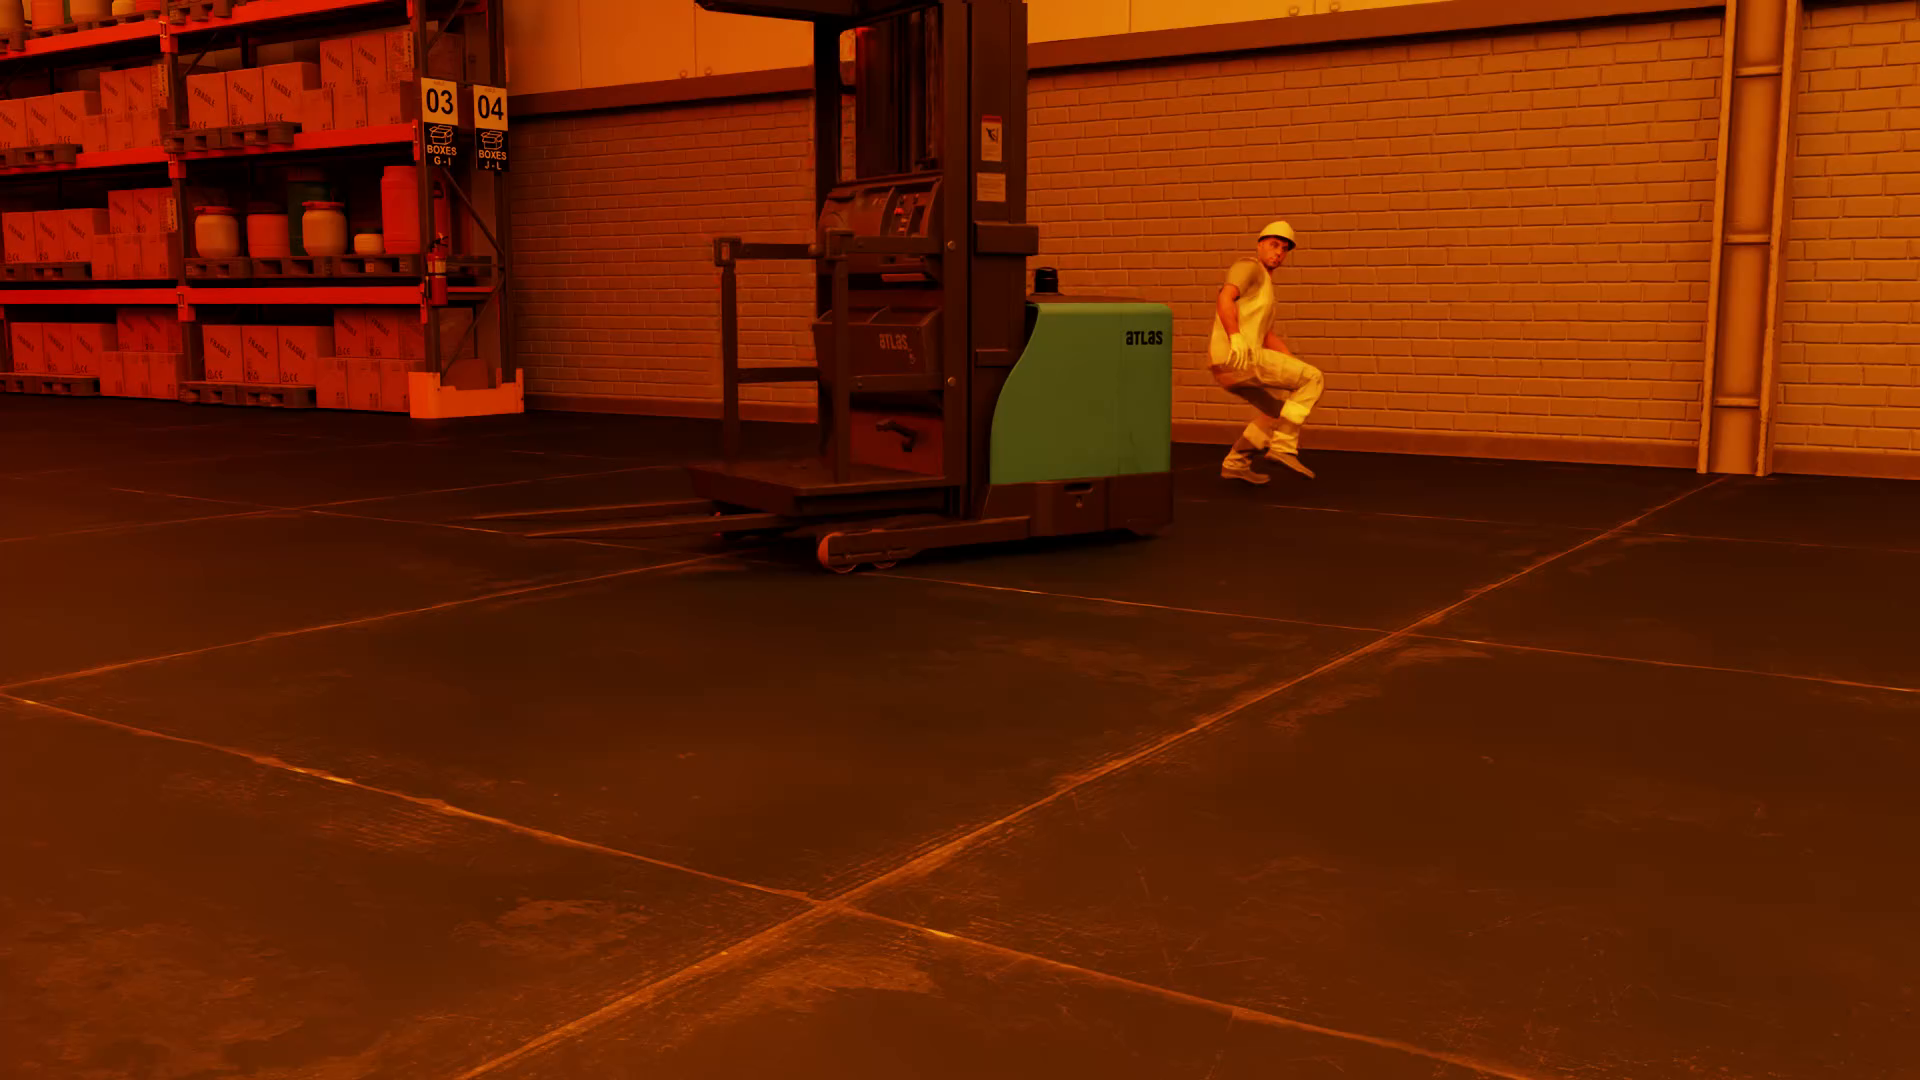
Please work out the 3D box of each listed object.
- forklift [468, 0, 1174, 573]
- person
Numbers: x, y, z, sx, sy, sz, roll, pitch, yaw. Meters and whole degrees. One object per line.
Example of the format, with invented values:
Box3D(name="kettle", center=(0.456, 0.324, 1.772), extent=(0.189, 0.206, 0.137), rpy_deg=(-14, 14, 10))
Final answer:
Box3D(name="forklift", center=(-0.528, -1.401, 7.048), extent=(3.031, 2.935, 1.130), rpy_deg=(-5, 10, -33))
Box3D(name="person", center=(1.749, -1.040, 9.418), extent=(0.690, 1.522, 0.809), rpy_deg=(1, 8, 5))
